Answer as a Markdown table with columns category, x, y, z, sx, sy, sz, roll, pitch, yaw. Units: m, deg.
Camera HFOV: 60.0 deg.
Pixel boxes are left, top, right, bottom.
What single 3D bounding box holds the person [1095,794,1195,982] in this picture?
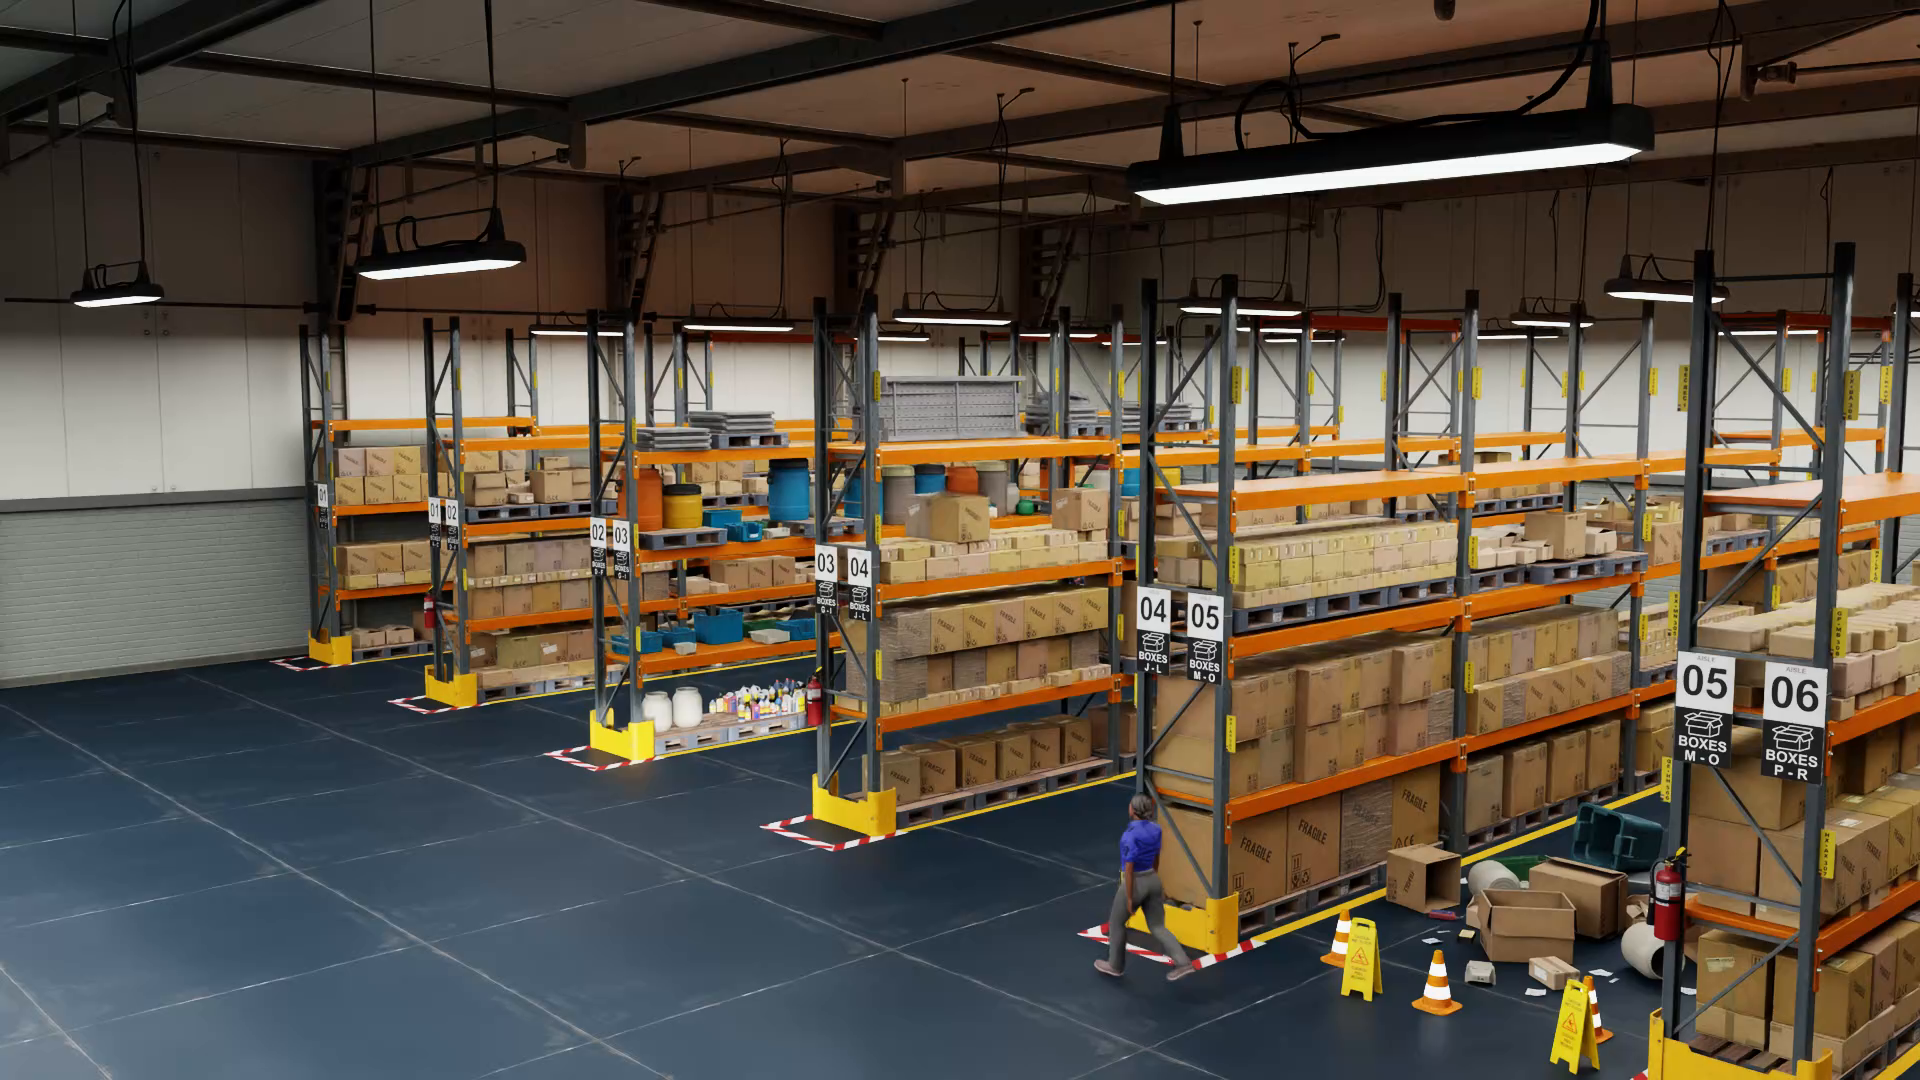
| category | x | y | z | sx | sy | sz | roll | pitch | yaw |
| --- | --- | --- | --- | --- | --- | --- | --- | --- | --- |
| person | 1.546 | 2.939 | 14.016 | 0.446 | 1.609 | 0.965 | -5 | 8 | -42 |
